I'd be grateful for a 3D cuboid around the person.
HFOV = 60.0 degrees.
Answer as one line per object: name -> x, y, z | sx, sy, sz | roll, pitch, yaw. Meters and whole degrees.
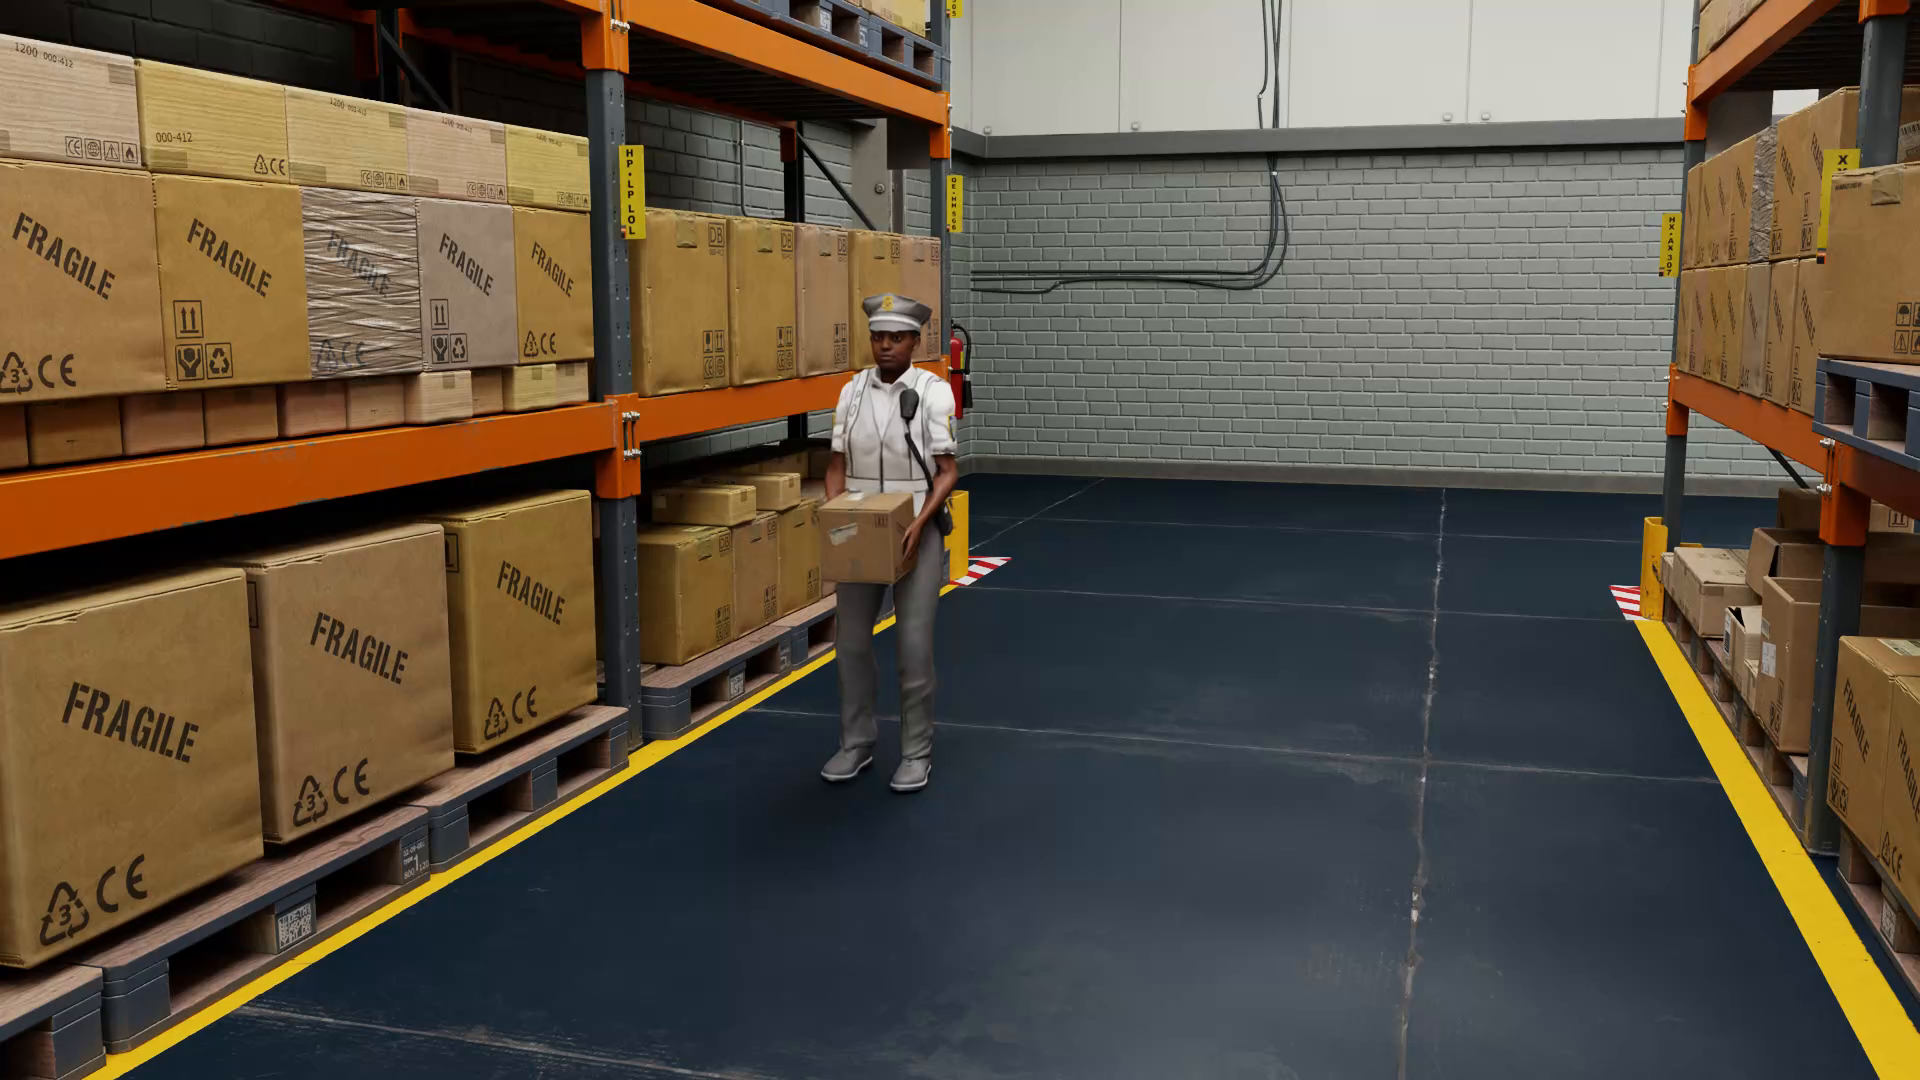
person -> -0.246, 0.001, 5.736 | 0.474, 1.687, 0.454 | 2, 9, 15
